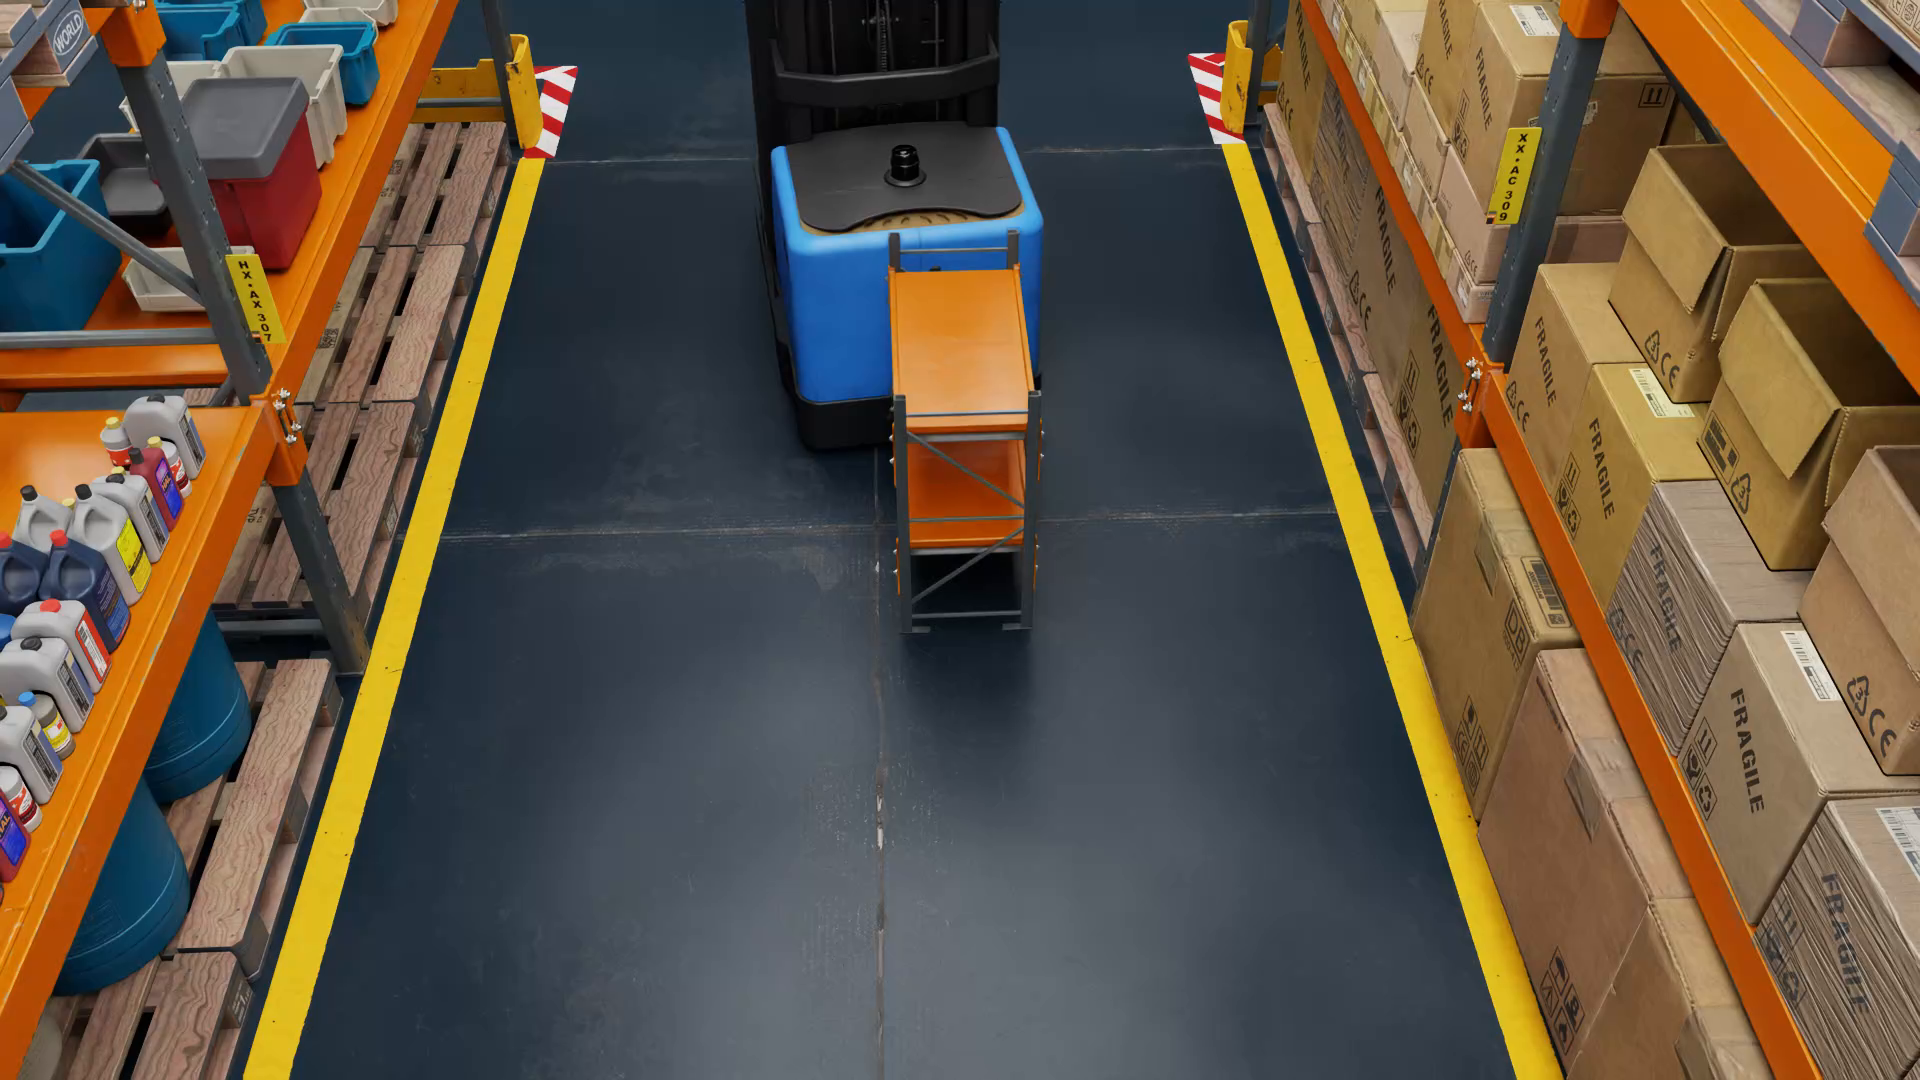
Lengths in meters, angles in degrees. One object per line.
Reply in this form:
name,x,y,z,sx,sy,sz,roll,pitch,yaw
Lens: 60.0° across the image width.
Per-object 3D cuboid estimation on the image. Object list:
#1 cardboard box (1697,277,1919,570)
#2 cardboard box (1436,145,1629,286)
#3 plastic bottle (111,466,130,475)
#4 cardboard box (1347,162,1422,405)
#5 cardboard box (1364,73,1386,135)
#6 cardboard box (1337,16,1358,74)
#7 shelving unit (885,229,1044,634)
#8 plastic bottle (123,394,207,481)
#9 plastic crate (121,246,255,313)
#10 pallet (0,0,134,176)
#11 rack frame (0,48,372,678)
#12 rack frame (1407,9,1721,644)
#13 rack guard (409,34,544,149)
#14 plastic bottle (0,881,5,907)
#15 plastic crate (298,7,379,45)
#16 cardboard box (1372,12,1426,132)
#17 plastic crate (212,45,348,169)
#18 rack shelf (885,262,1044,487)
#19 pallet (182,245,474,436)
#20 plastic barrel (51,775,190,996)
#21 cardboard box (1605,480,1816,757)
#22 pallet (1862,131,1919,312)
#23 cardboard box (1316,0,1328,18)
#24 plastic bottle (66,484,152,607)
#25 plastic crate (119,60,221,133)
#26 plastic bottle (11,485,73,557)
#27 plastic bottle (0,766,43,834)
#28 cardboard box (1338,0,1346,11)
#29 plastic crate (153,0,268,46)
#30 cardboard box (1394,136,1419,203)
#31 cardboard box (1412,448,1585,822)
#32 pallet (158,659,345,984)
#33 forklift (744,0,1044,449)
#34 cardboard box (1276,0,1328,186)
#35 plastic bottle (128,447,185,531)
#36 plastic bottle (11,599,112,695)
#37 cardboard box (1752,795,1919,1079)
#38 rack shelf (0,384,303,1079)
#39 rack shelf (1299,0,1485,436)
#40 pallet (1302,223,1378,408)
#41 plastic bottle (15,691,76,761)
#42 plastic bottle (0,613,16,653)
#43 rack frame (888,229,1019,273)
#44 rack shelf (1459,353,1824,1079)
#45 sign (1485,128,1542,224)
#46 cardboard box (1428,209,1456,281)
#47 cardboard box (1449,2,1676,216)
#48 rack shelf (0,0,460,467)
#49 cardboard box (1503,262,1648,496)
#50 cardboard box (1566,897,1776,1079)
cardboard box,2.280,-0.279,4.018,0.797,0.503,0.637,-1,43,-1
cardboard box,1.946,-1.112,5.634,0.500,0.250,0.500,-2,43,-3
plastic bottle,-2.404,-0.125,4.814,0.097,0.201,0.097,0,43,0
cardboard box,2.241,-1.194,7.094,0.875,0.875,0.875,-2,43,-2
cardboard box,1.832,-1.738,6.612,0.380,0.149,0.250,-2,43,-2
cardboard box,1.809,-2.087,6.993,0.380,0.149,0.250,-3,43,-3
shelving unit,0.000,-0.417,6.372,0.538,1.125,1.048,-2,43,-2
plastic bottle,-2.382,-0.322,4.973,0.152,0.276,0.135,-2,43,-2
plastic crate,-2.598,-0.868,5.628,0.396,0.136,0.243,-2,43,-2
pallet,-2.590,-1.134,3.687,1.213,0.211,1.003,-2,43,-2
rack frame,-2.721,-0.625,5.211,1.000,3.000,0.127,-2,43,-2
rack frame,2.227,-0.767,5.367,1.000,3.000,0.127,-2,43,-2
rack guard,-2.905,-2.419,9.019,1.175,0.500,0.348,-2,43,-2
plastic bottle,-2.309,0.748,3.750,0.144,0.351,0.185,-2,43,-2
plastic crate,-2.610,-2.122,6.996,0.298,0.136,0.250,-2,43,-2
cardboard box,1.900,-1.805,6.391,0.500,0.250,0.500,-1,43,-1
plastic crate,-2.602,-1.639,6.362,0.437,0.282,0.530,-2,43,-2
rack shelf,0.000,-0.633,6.175,0.538,0.278,1.000,-2,43,-2
pallet,-2.846,-0.918,7.595,1.003,0.211,1.213,-2,43,-2
plastic barrel,-2.685,0.840,4.856,0.600,0.901,0.708,-2,43,-2
cardboard box,2.040,0.191,4.247,0.500,0.500,0.500,-3,43,-3
pallet,2.266,-0.290,2.767,1.003,0.211,1.213,0,43,0
cardboard box,1.788,-2.432,7.369,0.380,0.149,0.250,-2,43,-3
plastic bottle,-2.355,0.005,4.561,0.144,0.351,0.185,-2,43,-2
plastic crate,-3.096,-1.716,6.553,0.293,0.136,0.466,-2,43,-2
plastic bottle,-2.499,0.009,4.557,0.144,0.351,0.185,-2,43,-2
plastic bottle,-2.297,0.617,4.003,0.097,0.201,0.097,0,43,0
cardboard box,1.854,-2.500,7.148,0.500,0.250,0.500,-3,43,-3
plastic crate,-3.154,-2.220,7.032,0.416,0.233,0.300,-2,43,-2
cardboard box,1.854,-1.391,6.234,0.380,0.149,0.250,-1,43,-1
cardboard box,2.274,0.293,5.472,1.225,0.875,0.875,-2,43,-2
pallet,-2.730,0.925,5.584,1.003,0.211,1.213,-2,43,-2
forklift,-0.417,-2.472,7.278,1.130,2.935,3.031,-7,43,-7
cardboard box,2.164,-2.409,8.420,0.875,0.875,0.875,-2,43,-2
plastic bottle,-2.326,-0.170,4.802,0.061,0.283,0.133,-2,43,-2
plastic bottle,-2.345,0.265,4.333,0.152,0.276,0.135,-2,43,-2
cardboard box,2.088,0.884,3.492,0.500,0.500,0.500,-3,43,-3
rack shelf,-2.636,0.991,3.982,1.077,0.370,4.000,-2,43,-2
rack shelf,2.142,-1.852,7.083,1.077,0.370,4.000,-2,43,-2
pallet,2.218,-1.080,7.772,1.003,0.211,1.213,-2,43,-2
plastic bottle,-2.307,0.461,4.174,0.097,0.201,0.097,0,43,0
plastic bottle,-2.469,0.283,4.317,0.097,0.271,0.097,0,43,0
rack frame,-0.024,-0.760,6.747,0.500,1.125,0.032,-2,43,-2
rack shelf,2.312,0.849,4.137,1.077,0.370,4.000,-2,43,-2
sign,1.673,-1.098,5.029,0.100,0.325,0.005,-2,43,-2
cardboard box,1.876,-1.045,5.856,0.380,0.149,0.250,-1,43,-1
cardboard box,1.940,-1.400,5.394,0.500,0.500,0.500,-1,43,-1
rack shelf,-2.806,-1.710,6.928,1.077,0.370,4.000,-2,43,-2
cardboard box,1.997,-0.486,4.986,0.500,0.500,0.500,-2,43,-2
cardboard box,2.358,1.494,4.162,1.225,0.875,0.875,-2,43,-2
